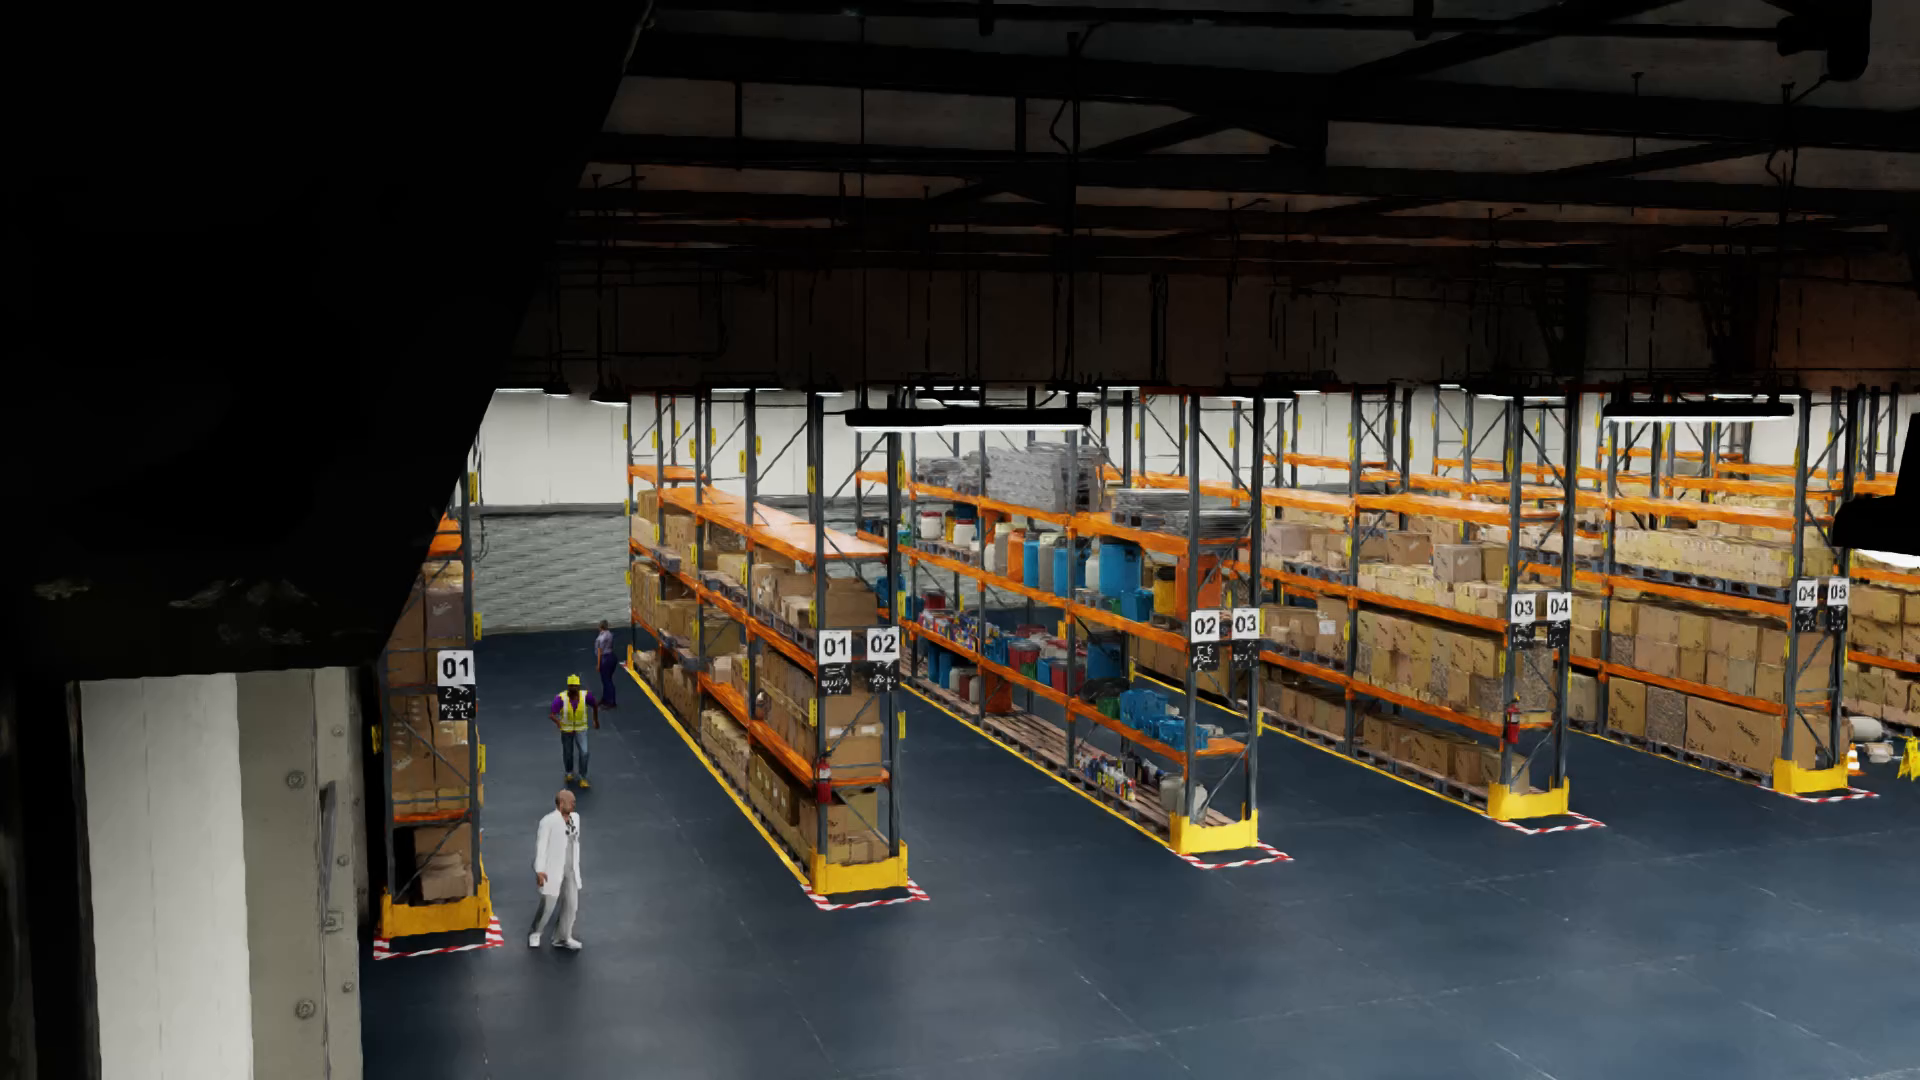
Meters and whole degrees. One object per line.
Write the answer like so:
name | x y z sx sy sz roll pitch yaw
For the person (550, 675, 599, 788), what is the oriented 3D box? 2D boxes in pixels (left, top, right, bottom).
person | -5.866 2.871 25.320 0.734 1.697 0.856 -1 6 -14

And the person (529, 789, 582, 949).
person | -4.431 3.582 18.169 0.619 1.766 0.615 4 7 36

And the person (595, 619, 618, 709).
person | -6.656 2.294 31.096 0.556 1.644 0.598 1 6 10
